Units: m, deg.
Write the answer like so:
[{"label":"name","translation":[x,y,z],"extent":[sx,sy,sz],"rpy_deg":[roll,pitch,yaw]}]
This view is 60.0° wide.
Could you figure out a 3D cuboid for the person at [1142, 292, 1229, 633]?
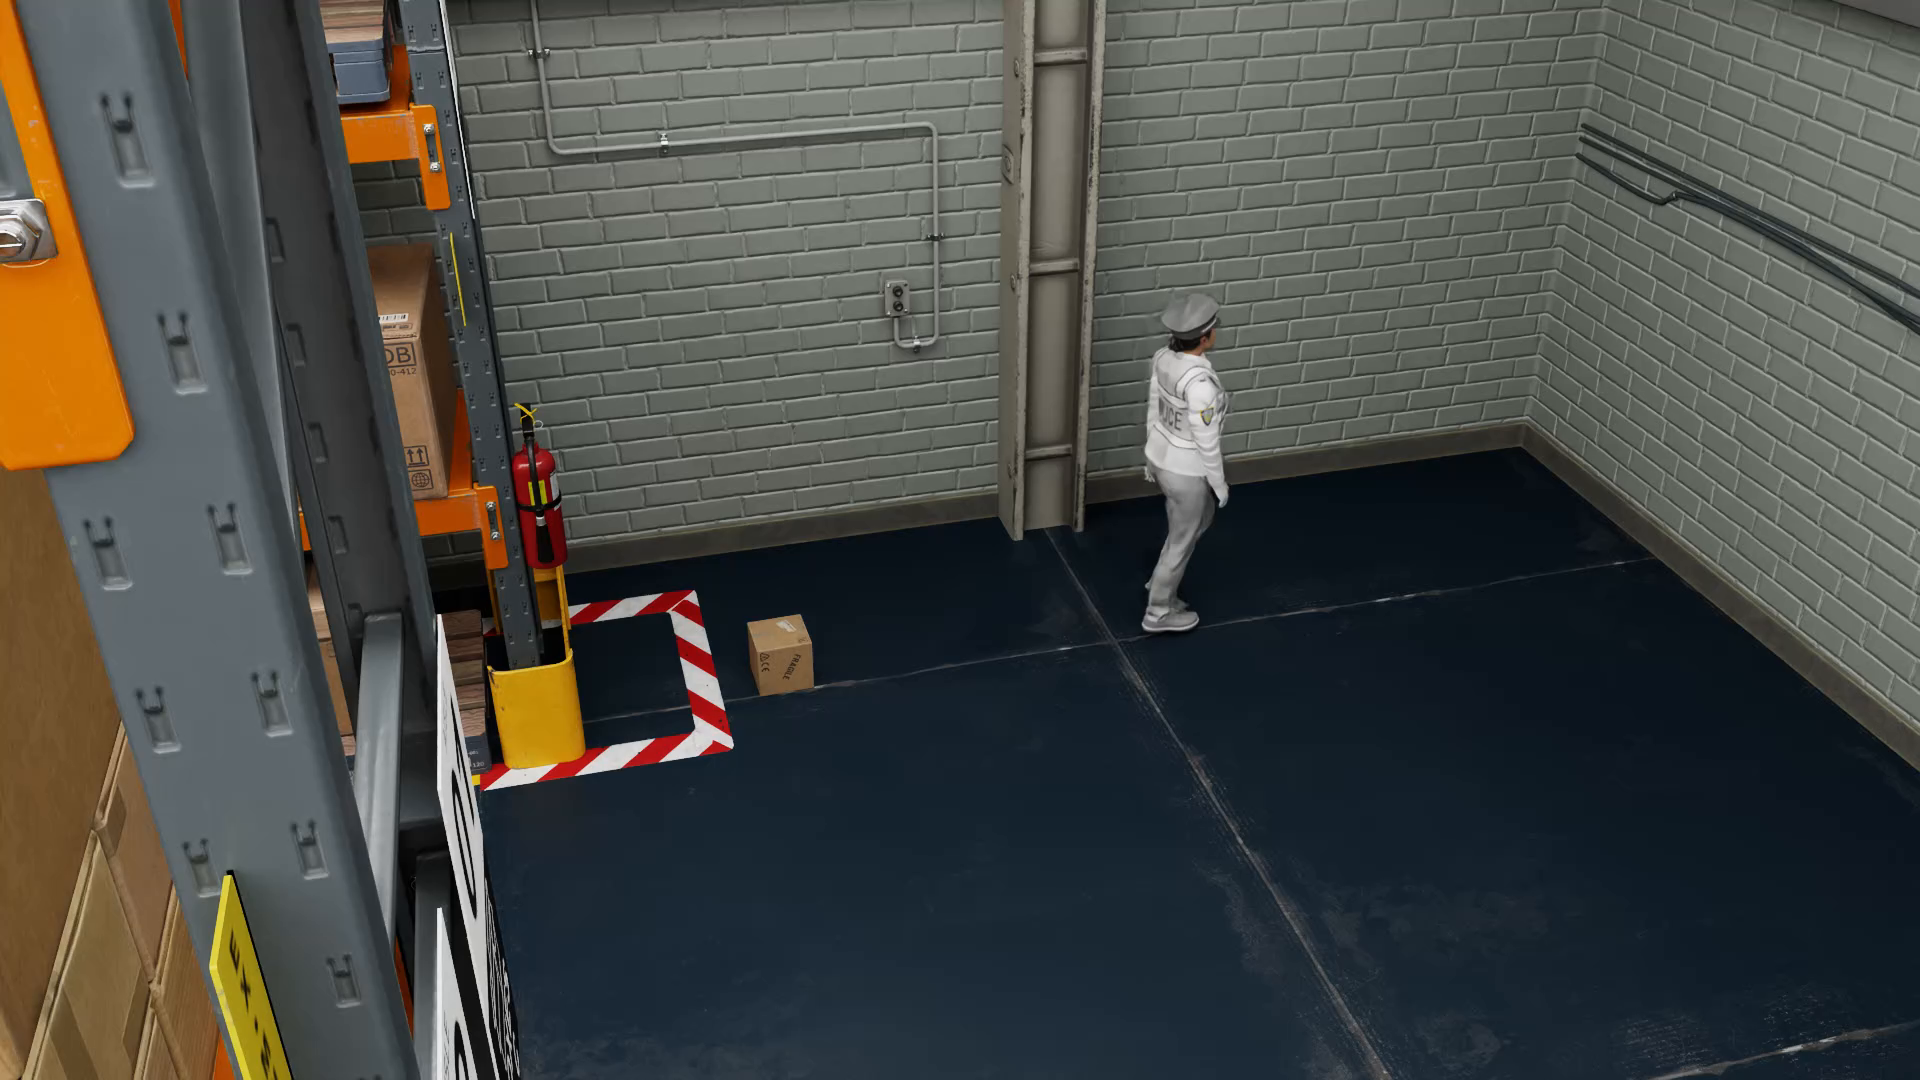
[{"label":"person","translation":[1.054,-0.332,7.670],"extent":[0.416,1.715,0.496],"rpy_deg":[-8,31,-14]}]
